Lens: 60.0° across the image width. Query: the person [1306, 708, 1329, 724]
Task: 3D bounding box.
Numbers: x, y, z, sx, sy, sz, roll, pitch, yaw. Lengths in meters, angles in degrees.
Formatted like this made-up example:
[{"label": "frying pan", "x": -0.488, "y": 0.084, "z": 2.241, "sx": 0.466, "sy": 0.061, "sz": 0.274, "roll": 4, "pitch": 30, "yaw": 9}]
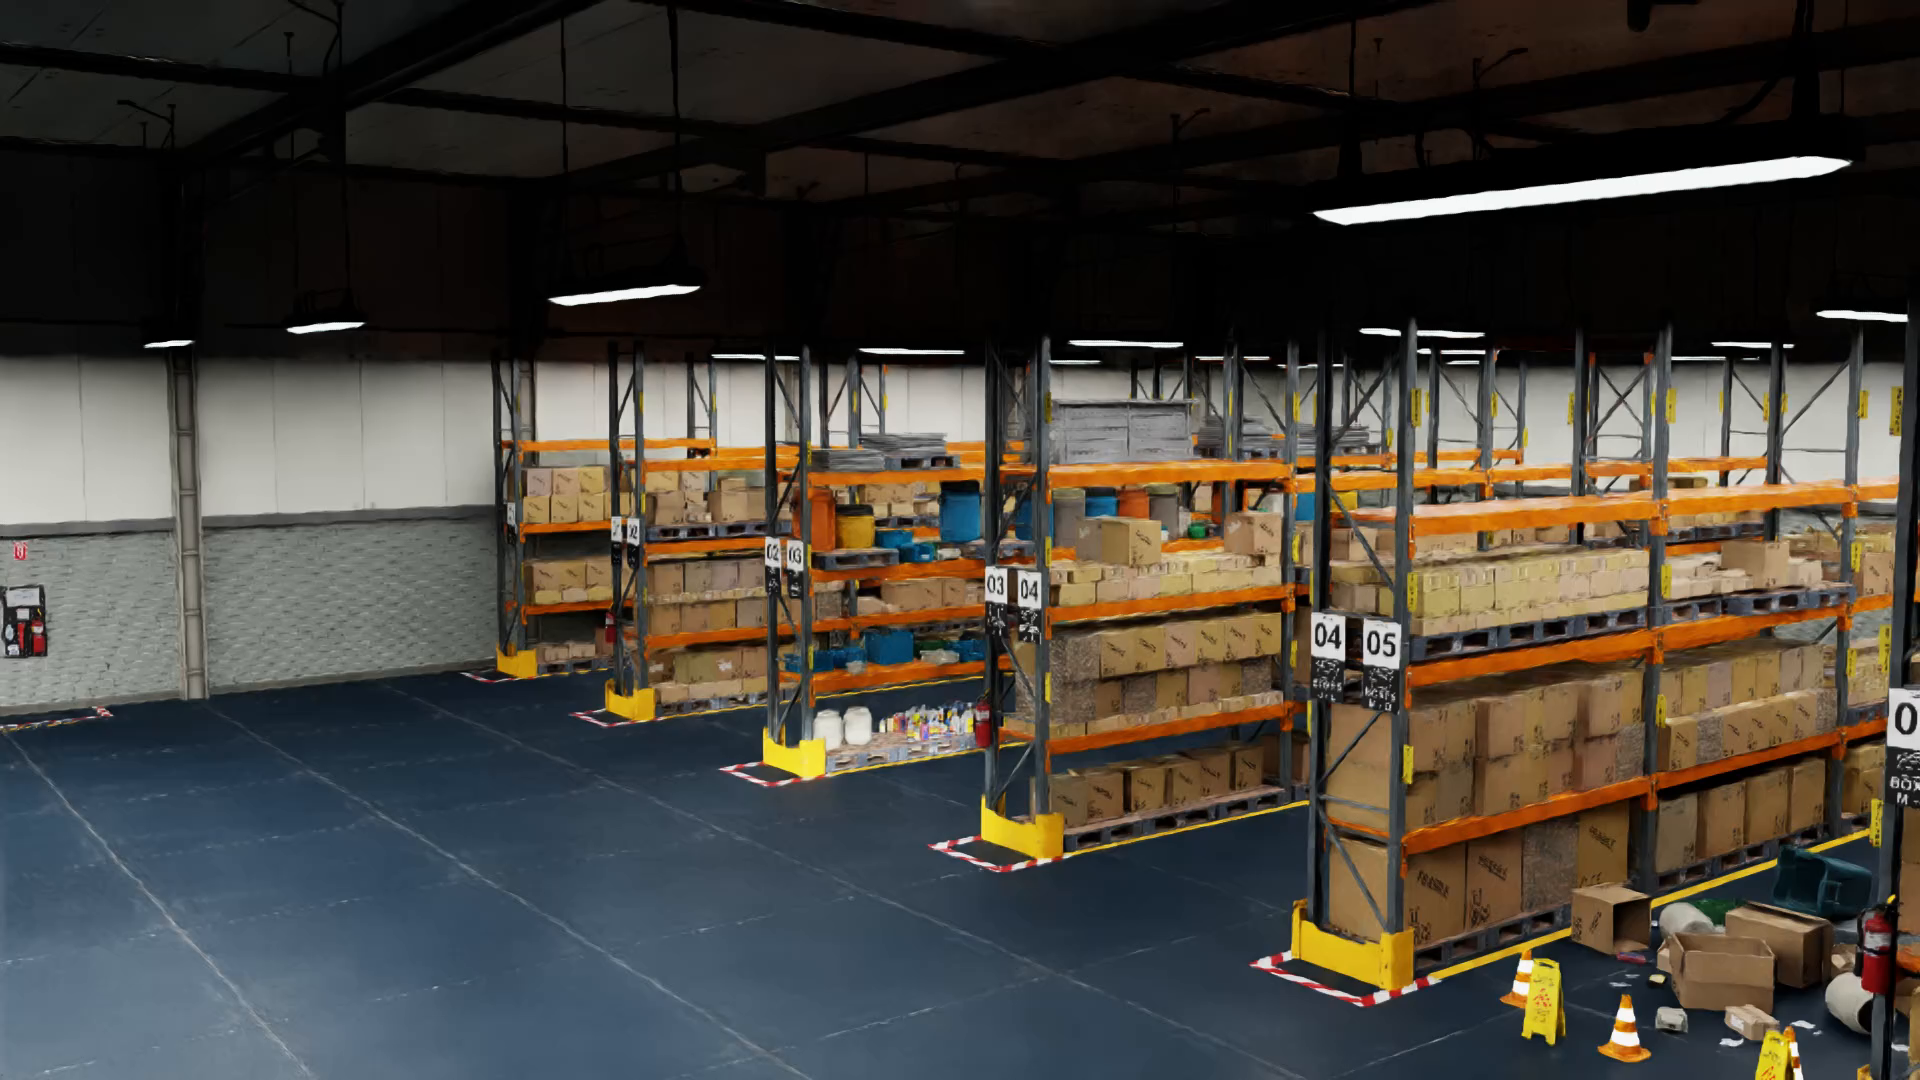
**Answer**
[{"label": "person", "x": 5.511, "y": 2.059, "z": 25.232, "sx": 0.446, "sy": 1.780, "sz": 0.600, "roll": 2, "pitch": 5, "yaw": 24}]
